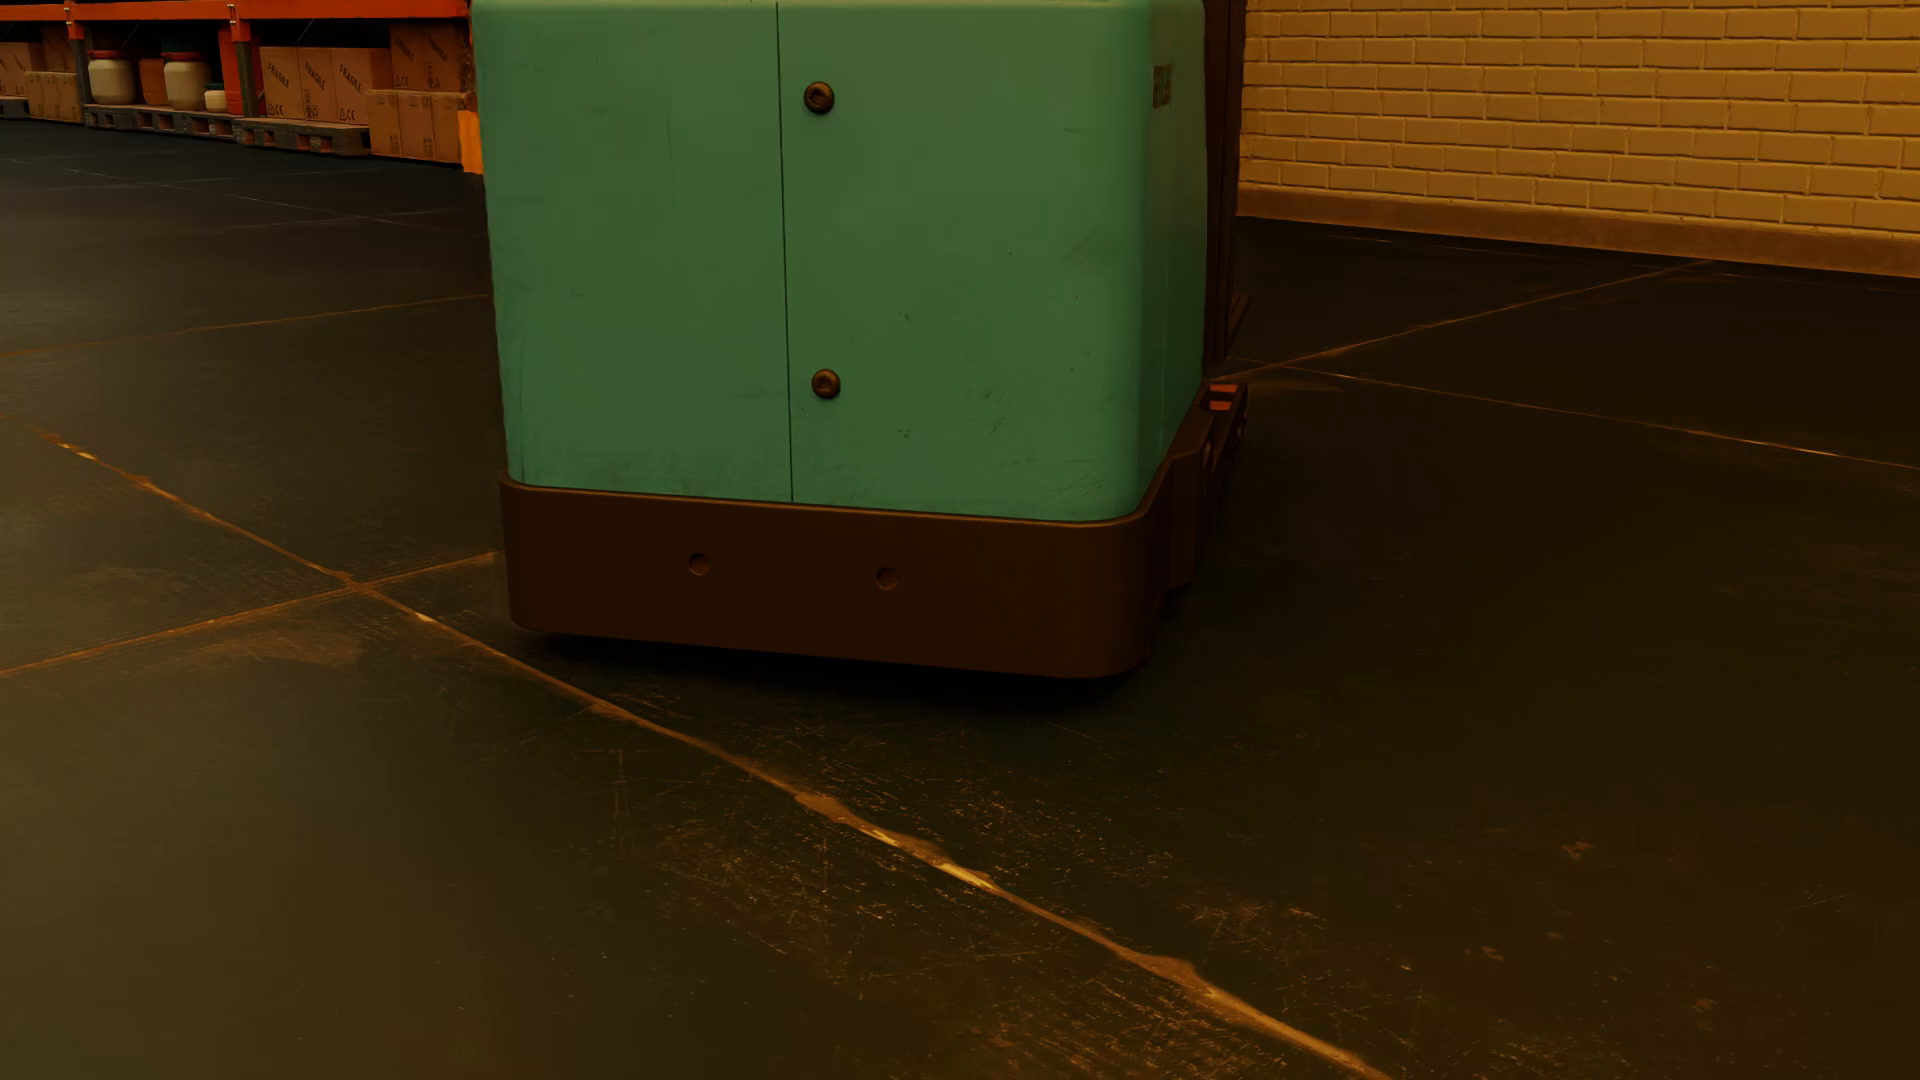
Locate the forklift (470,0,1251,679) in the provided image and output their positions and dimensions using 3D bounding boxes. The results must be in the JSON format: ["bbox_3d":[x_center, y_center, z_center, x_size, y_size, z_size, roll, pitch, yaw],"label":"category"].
[{"bbox_3d":[0.098,-1.587,3.568,1.130,2.935,3.031,4,18,13],"label":"forklift"}]
